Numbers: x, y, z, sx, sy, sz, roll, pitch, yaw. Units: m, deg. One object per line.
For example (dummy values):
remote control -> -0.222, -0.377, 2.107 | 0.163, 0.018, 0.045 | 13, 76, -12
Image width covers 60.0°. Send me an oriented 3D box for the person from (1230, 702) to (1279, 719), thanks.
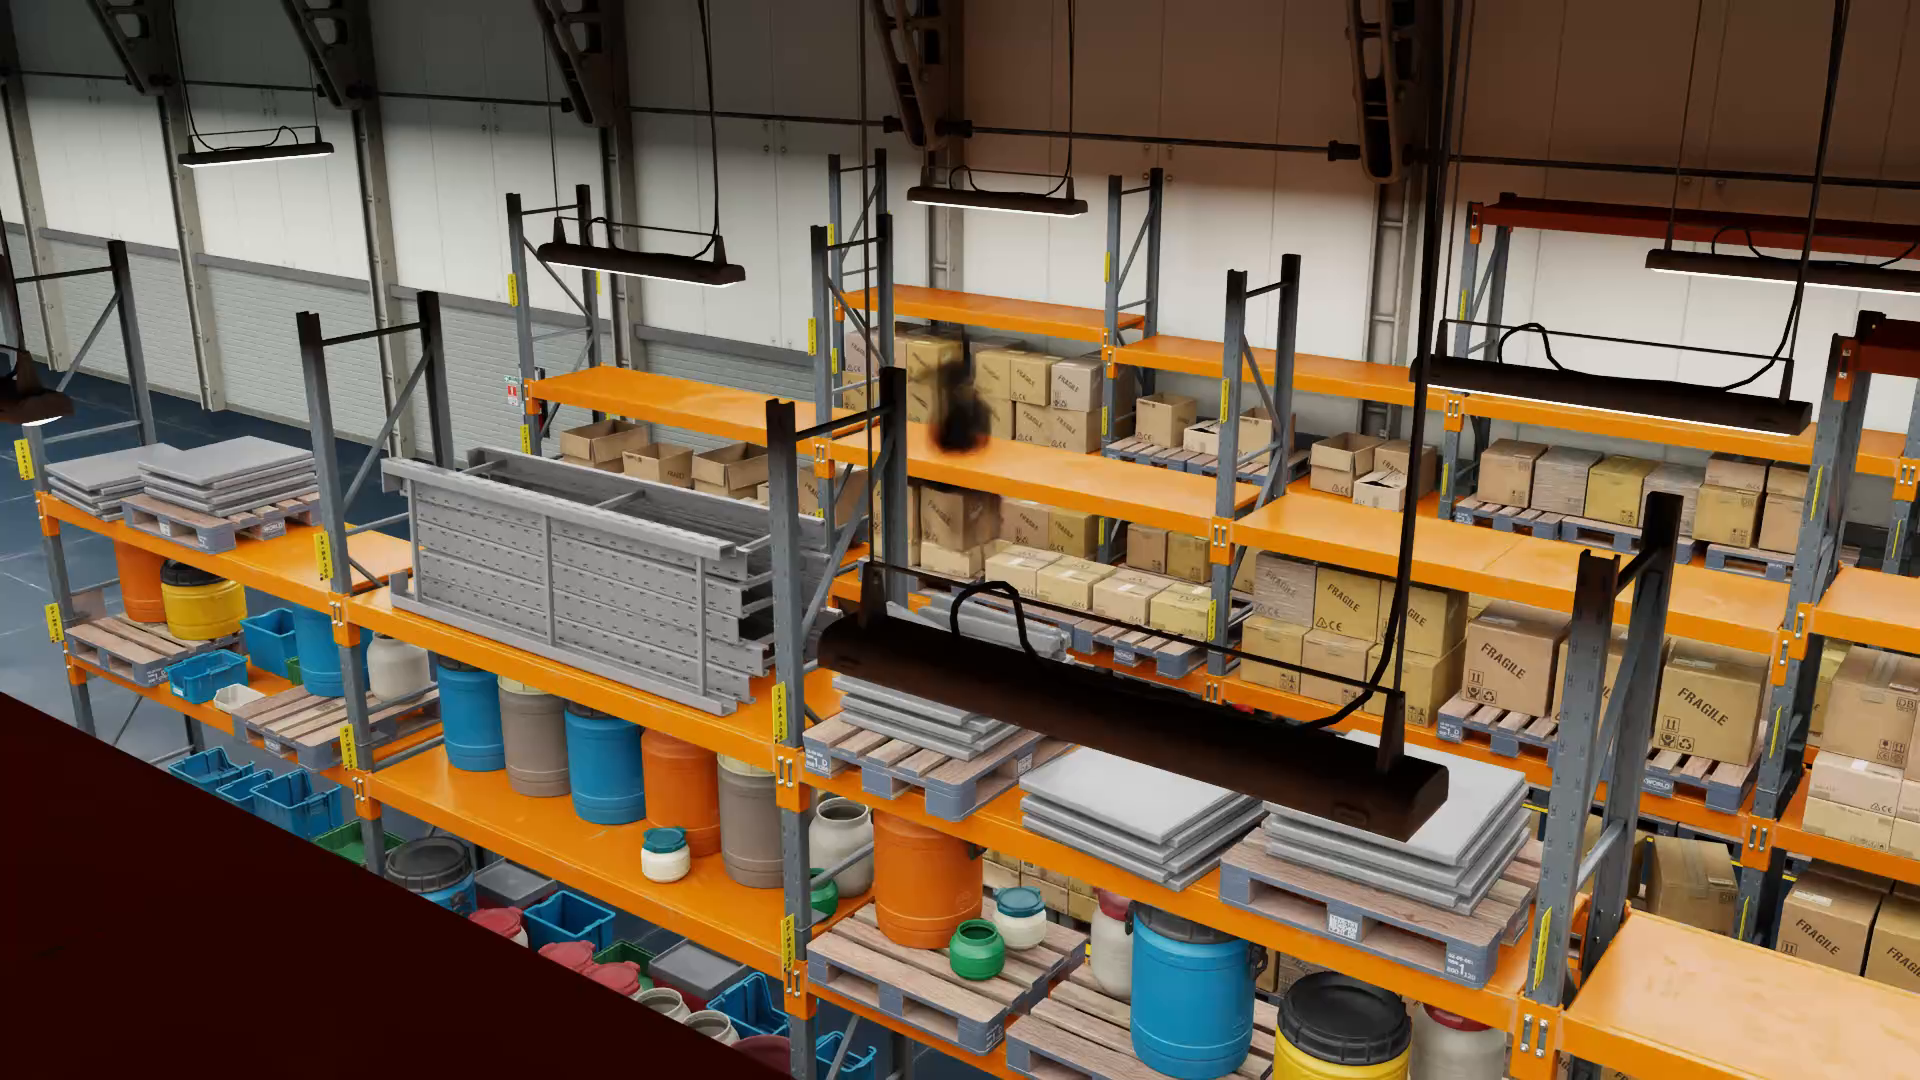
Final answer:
person -> 2.764, 2.052, 16.317 | 0.734, 1.766, 0.648 | 9, 21, 26
